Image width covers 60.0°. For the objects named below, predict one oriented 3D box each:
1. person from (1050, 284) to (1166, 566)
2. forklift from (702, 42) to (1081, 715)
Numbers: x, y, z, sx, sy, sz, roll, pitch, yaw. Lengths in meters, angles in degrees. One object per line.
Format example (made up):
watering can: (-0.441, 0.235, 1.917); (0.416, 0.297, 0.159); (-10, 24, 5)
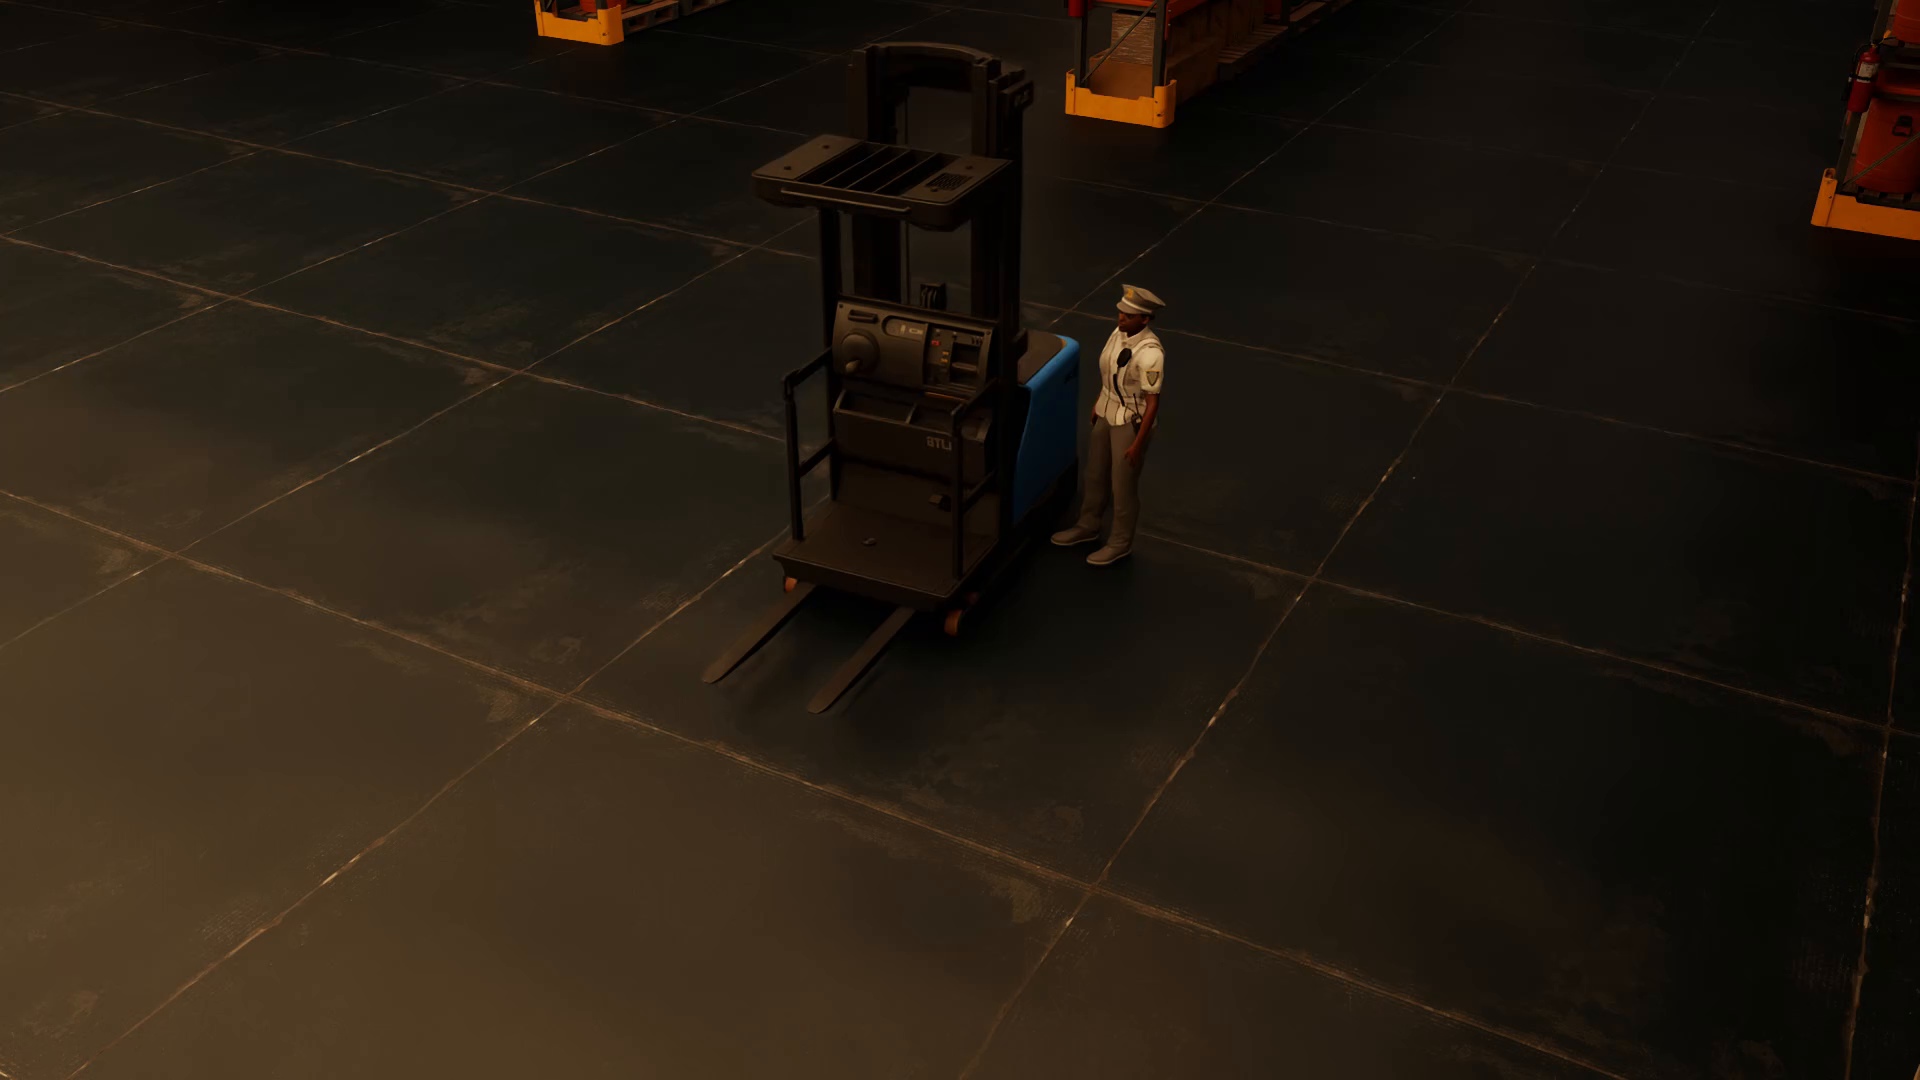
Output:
person: (0.866, -0.653, 9.432); (0.508, 1.697, 0.566); (-12, 32, -20)
forklift: (-0.349, -0.985, 8.777); (1.130, 2.935, 3.031); (13, 33, 22)
